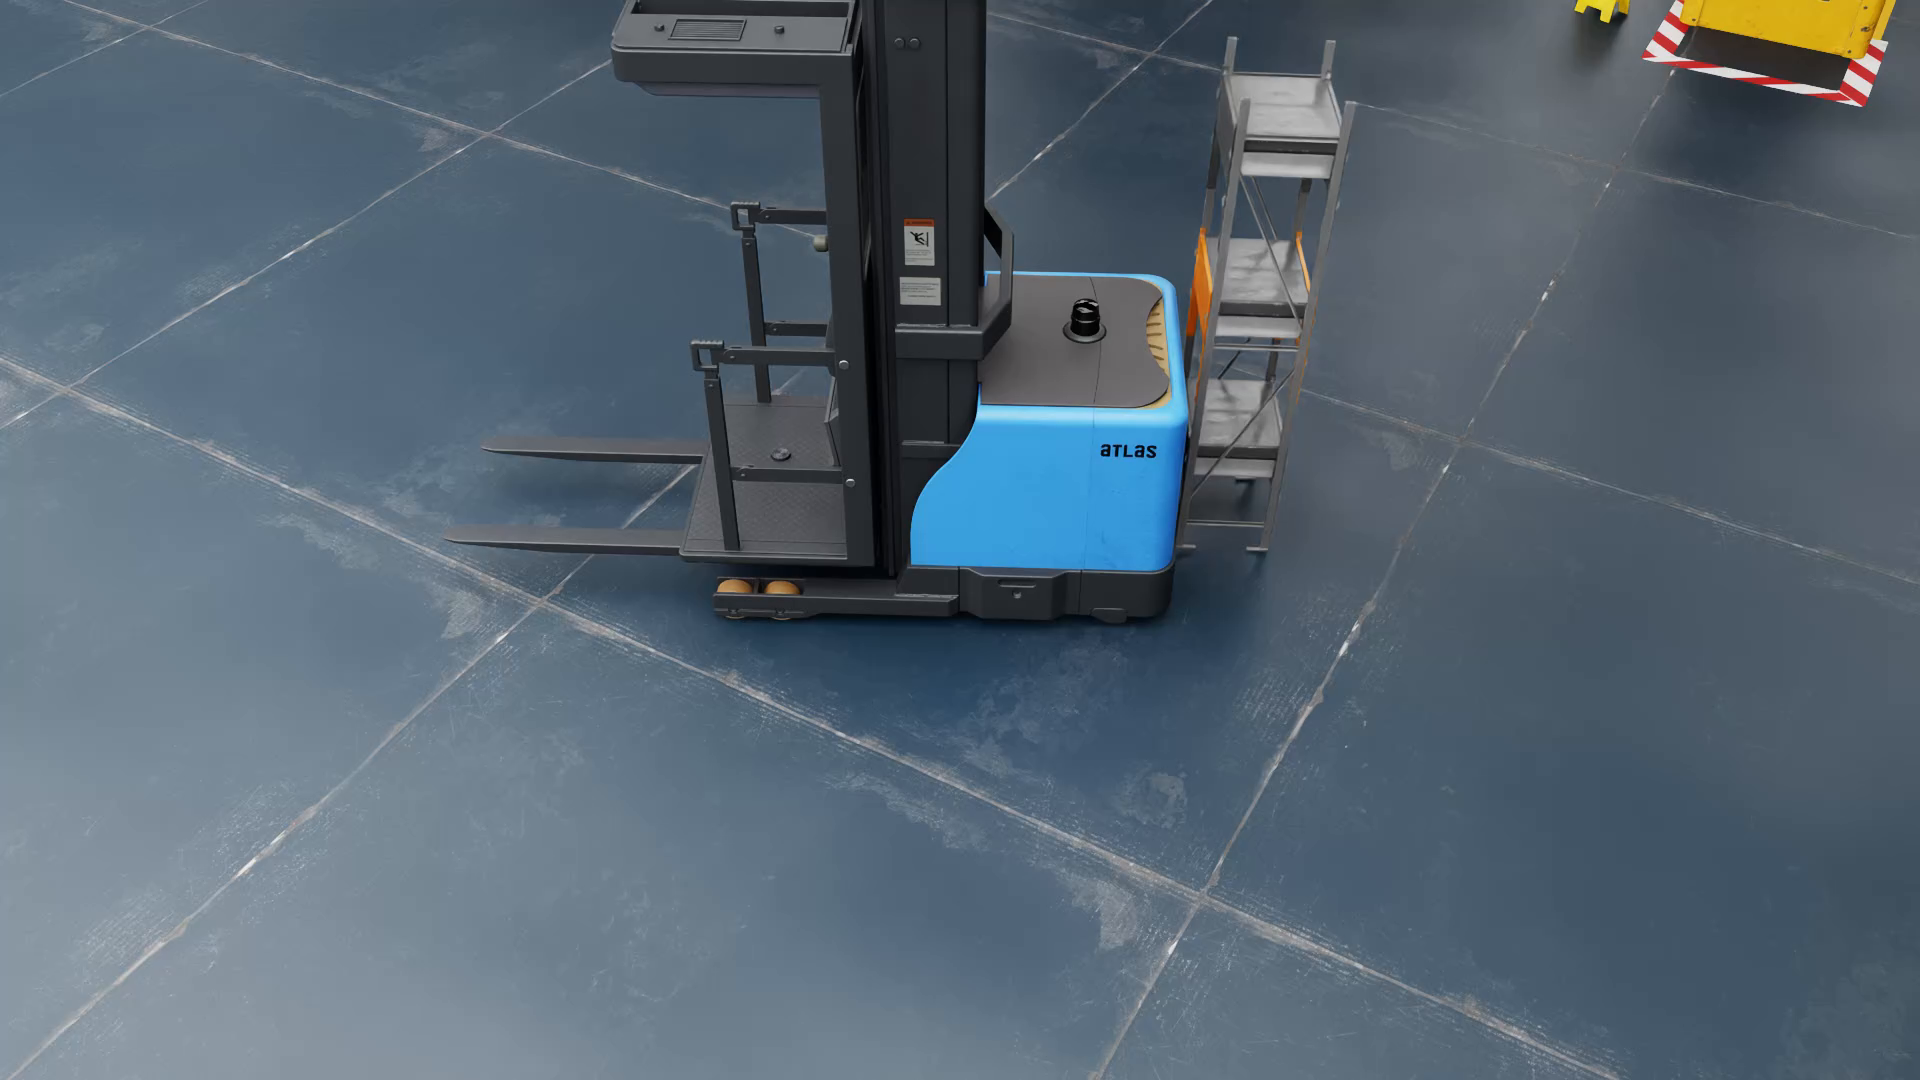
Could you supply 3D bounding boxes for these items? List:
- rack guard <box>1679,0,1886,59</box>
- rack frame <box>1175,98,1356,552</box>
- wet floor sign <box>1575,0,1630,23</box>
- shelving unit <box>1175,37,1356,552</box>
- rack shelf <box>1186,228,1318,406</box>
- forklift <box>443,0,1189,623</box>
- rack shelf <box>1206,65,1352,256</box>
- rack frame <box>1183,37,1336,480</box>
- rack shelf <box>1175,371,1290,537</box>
[{"bbox_3d":[5.430,-3.584,10.941,1.175,0.500,0.348,21,45,22],"label":"rack guard"},{"bbox_3d":[1.156,-0.748,6.502,0.400,2.100,0.015,2,41,0],"label":"rack frame"},{"bbox_3d":[4.370,-3.840,11.122,0.232,0.644,0.267,-29,49,-29],"label":"wet floor sign"},{"bbox_3d":[1.162,-0.909,6.685,0.431,2.100,0.503,2,41,0],"label":"shelving unit"},{"bbox_3d":[1.162,-0.899,6.694,0.431,0.518,0.480,2,41,0],"label":"rack shelf"},{"bbox_3d":[-0.627,-1.118,6.301,3.031,2.935,1.130,2,41,2],"label":"forklift"},{"bbox_3d":[1.180,-1.424,6.231,0.431,0.518,0.480,2,41,0],"label":"rack shelf"},{"bbox_3d":[1.168,-1.070,6.868,0.400,2.100,0.015,2,41,0],"label":"rack frame"},{"bbox_3d":[1.144,-0.374,7.157,0.431,0.518,0.480,2,41,0],"label":"rack shelf"}]
